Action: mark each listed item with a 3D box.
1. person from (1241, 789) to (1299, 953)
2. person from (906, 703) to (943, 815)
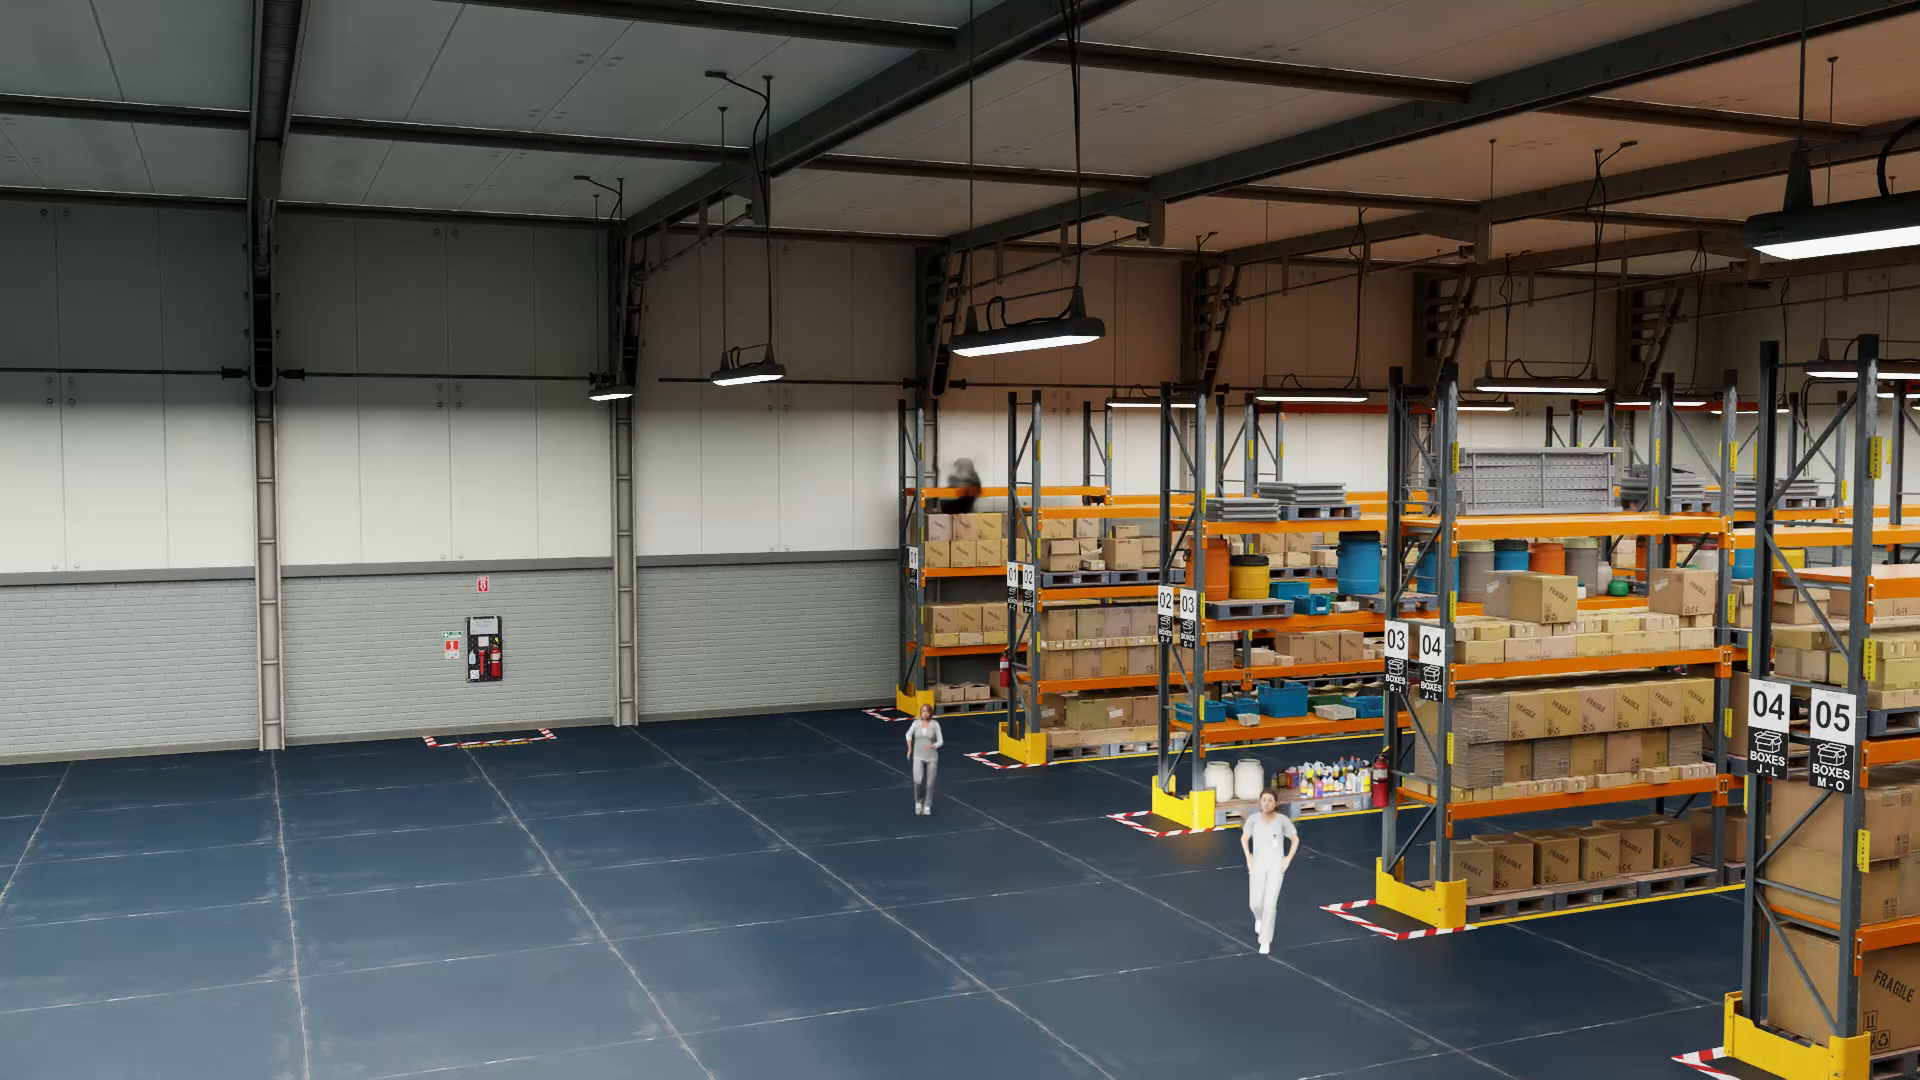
[{"bbox_3d":[3.176,3.352,17.040,0.586,1.645,0.615,1,4,17],"label":"person"},{"bbox_3d":[-0.492,3.030,22.842,0.513,1.560,0.621,0,3,0],"label":"person"}]
